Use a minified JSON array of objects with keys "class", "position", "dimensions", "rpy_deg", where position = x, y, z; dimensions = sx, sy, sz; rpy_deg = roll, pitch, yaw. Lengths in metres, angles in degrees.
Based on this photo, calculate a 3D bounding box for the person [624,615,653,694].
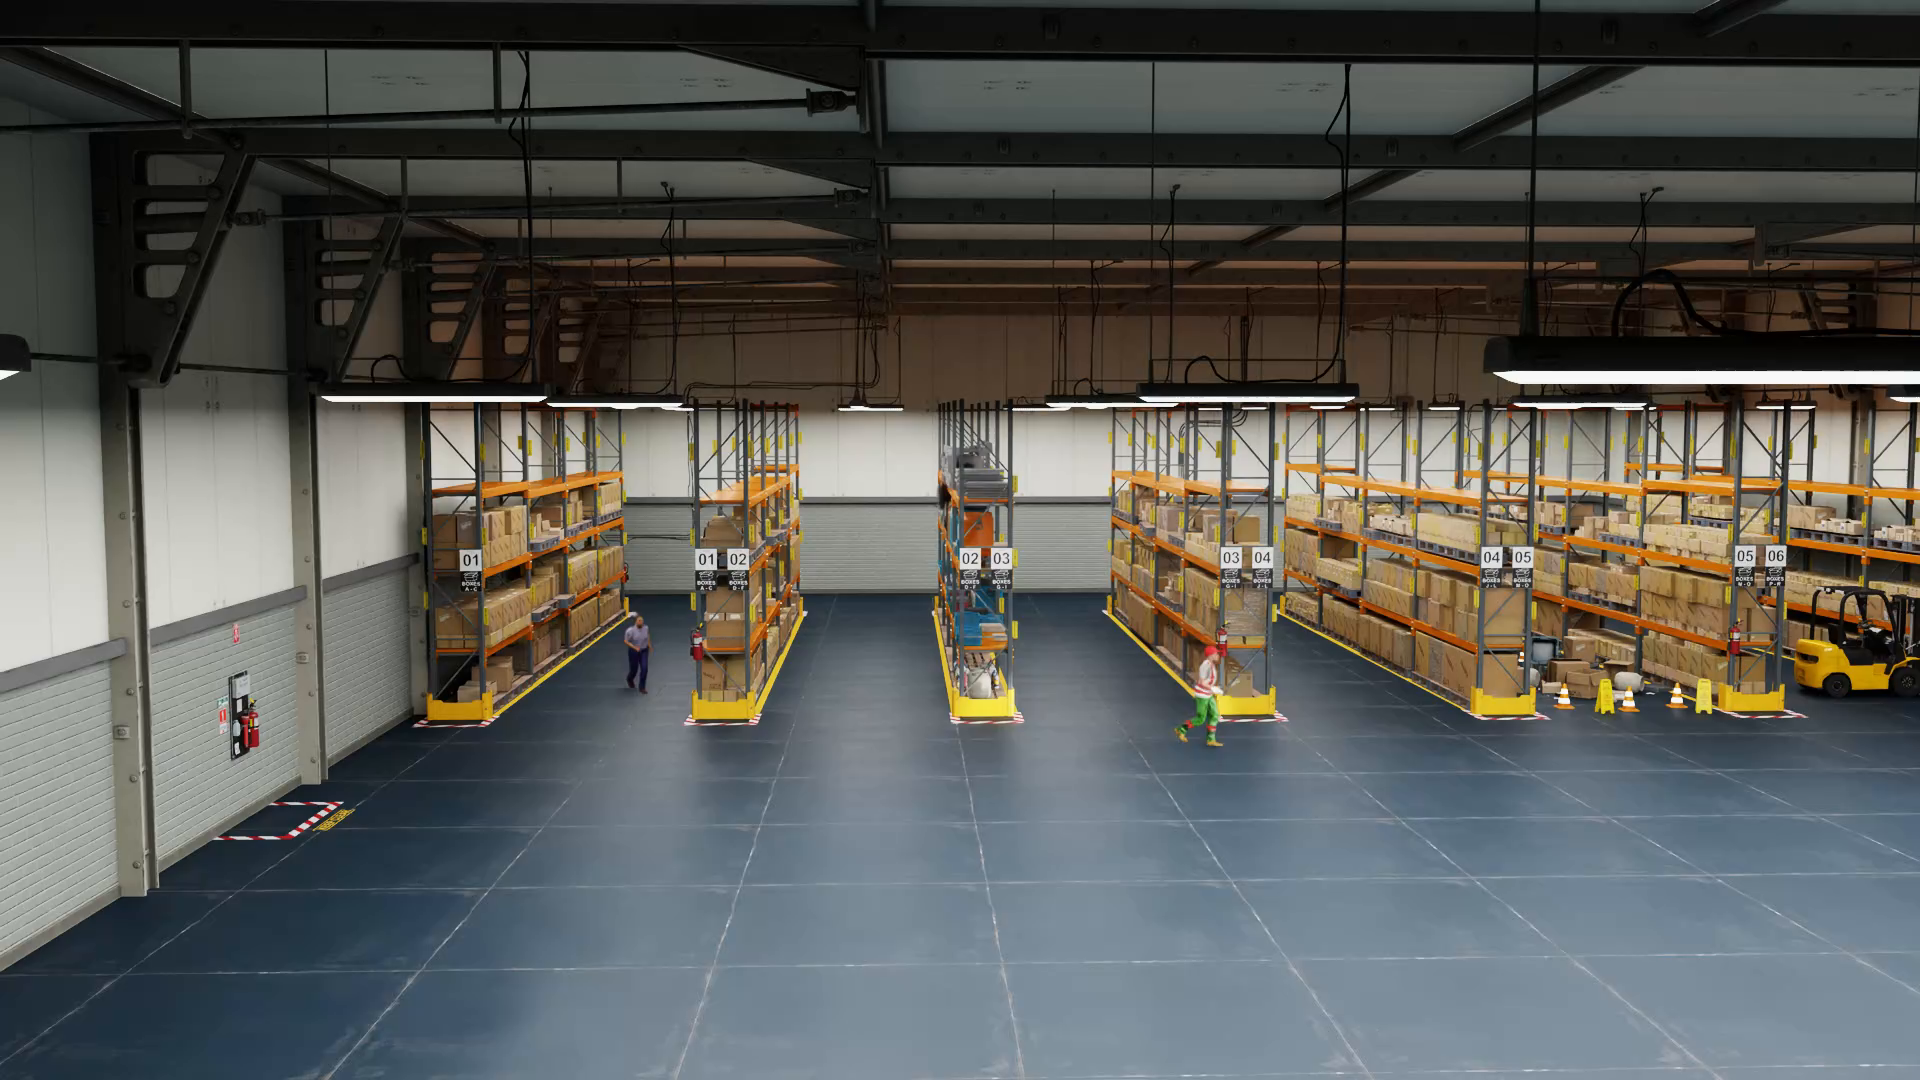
[{"class":"person","position":[-6.658,2.330,34.258],"dimensions":[0.598,1.613,0.824],"rpy_deg":[-2,5,-28]}]

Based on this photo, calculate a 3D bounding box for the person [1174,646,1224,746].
[{"class":"person","position":[4.126,2.682,28.641],"dimensions":[0.859,1.745,0.663],"rpy_deg":[2,5,23]}]
